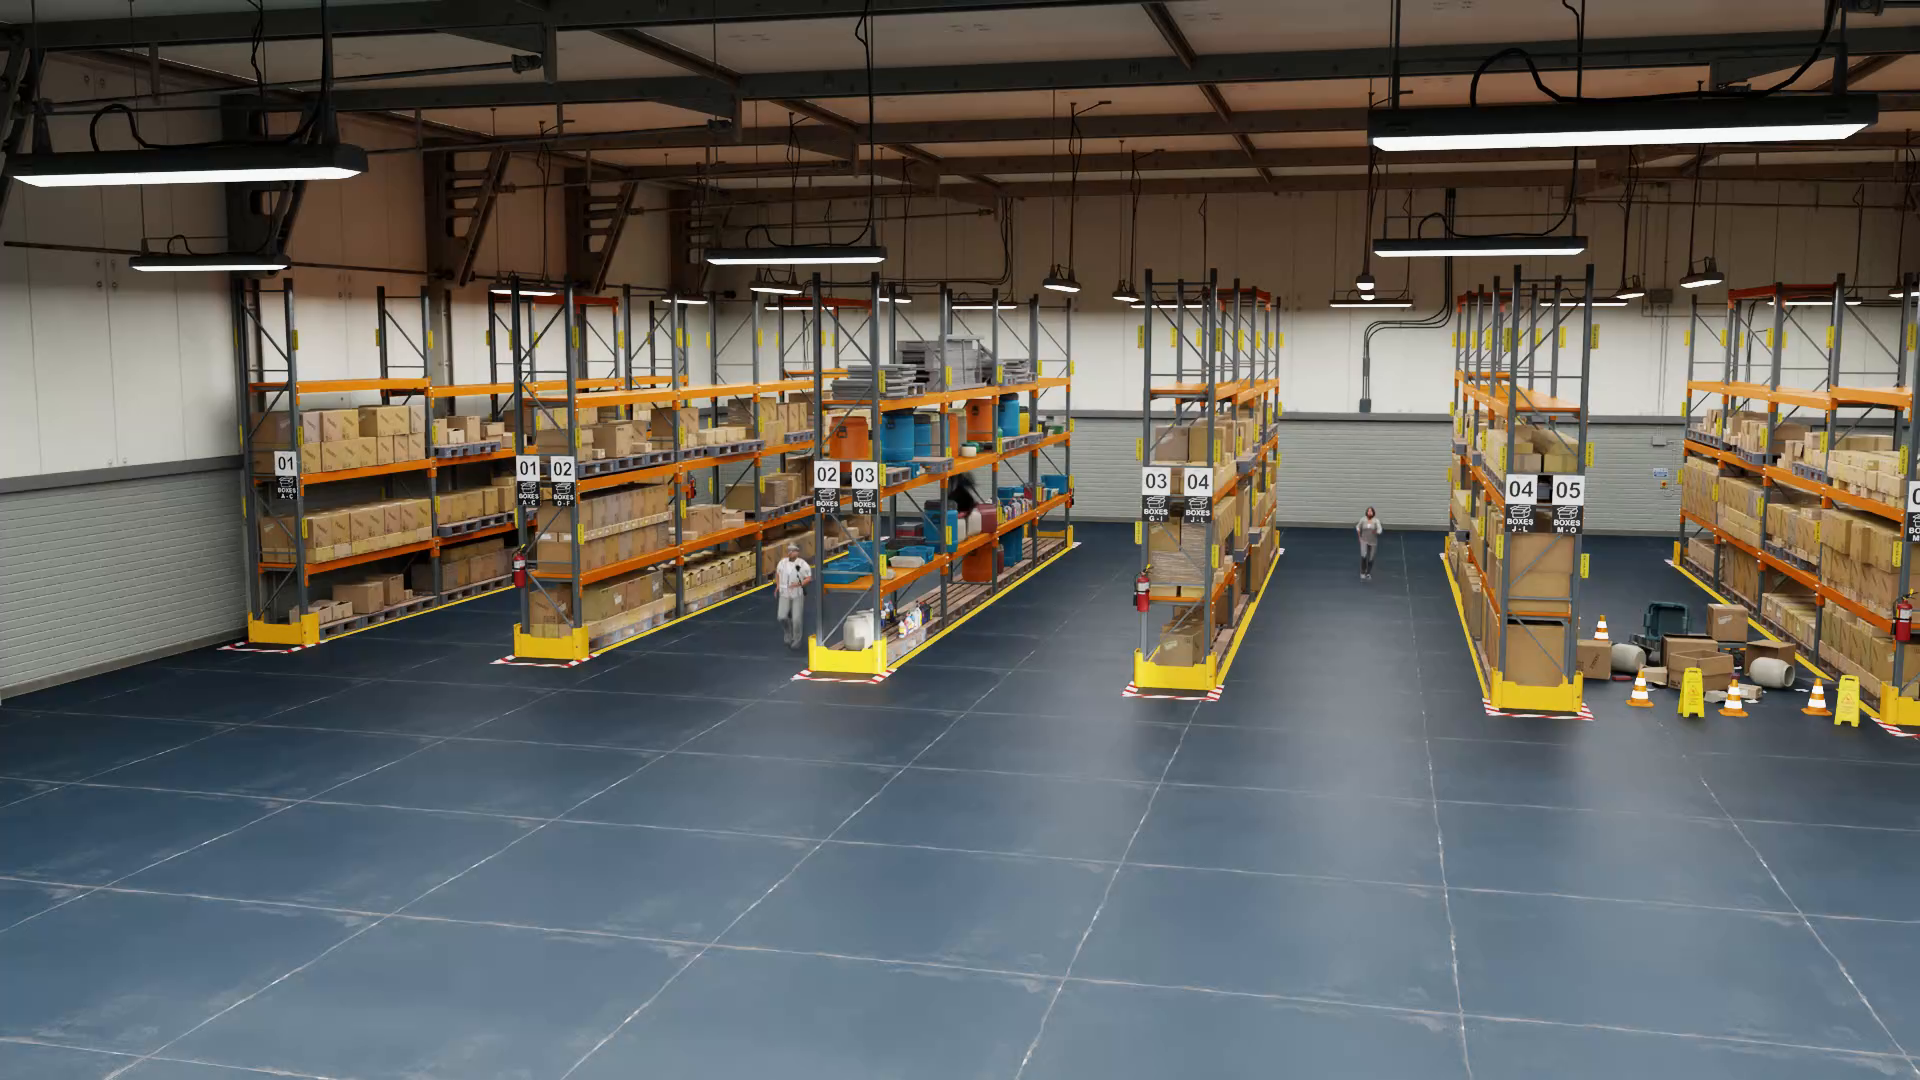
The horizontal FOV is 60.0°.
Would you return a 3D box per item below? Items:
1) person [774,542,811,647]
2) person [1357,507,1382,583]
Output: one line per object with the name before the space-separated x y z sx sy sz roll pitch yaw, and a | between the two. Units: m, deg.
person | -2.748 0.892 27.061 0.650 1.743 0.610 1 7 9
person | 8.473 0.091 34.447 0.523 1.577 0.688 2 7 13
